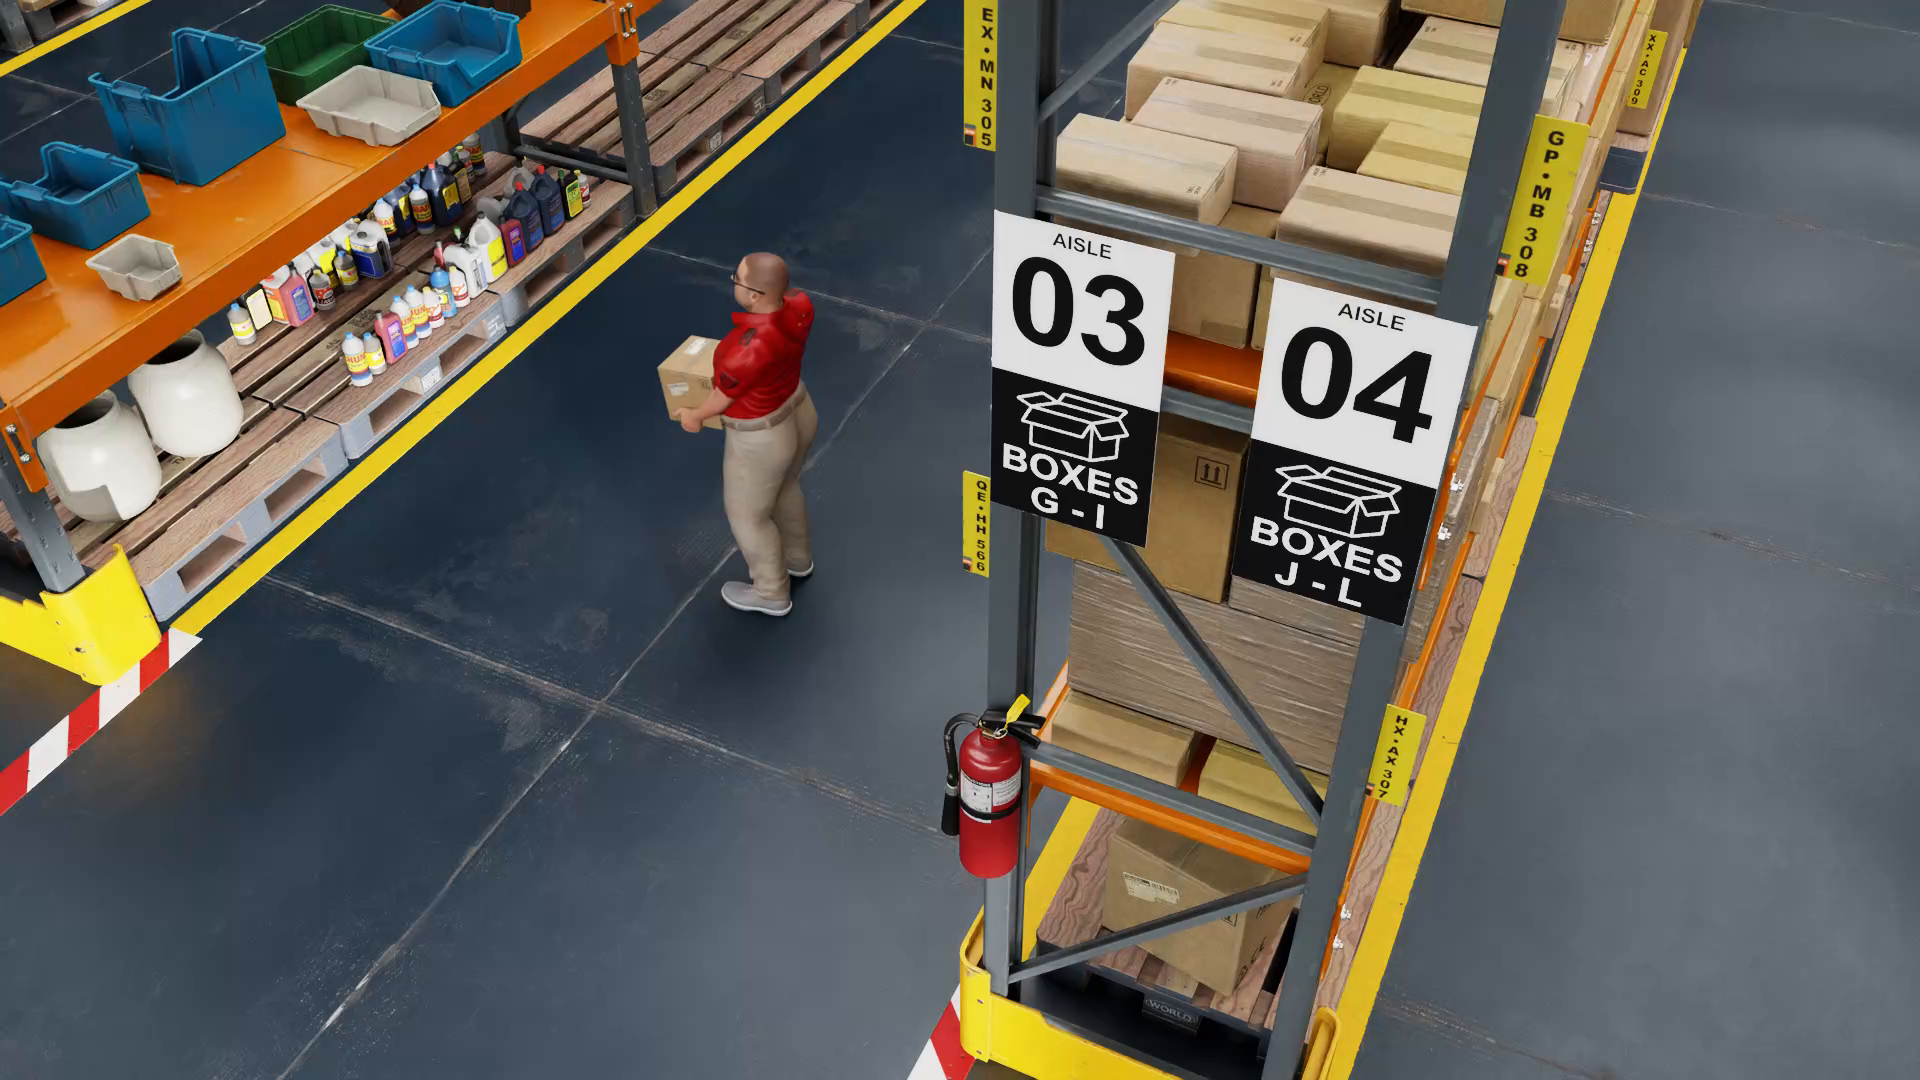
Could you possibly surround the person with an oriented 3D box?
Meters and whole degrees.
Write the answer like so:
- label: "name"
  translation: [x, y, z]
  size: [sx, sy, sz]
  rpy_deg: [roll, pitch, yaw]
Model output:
- label: "person"
  translation: [-0.863, -0.452, 6.687]
  size: [0.530, 1.712, 0.493]
  rpy_deg: [18, 45, 19]
